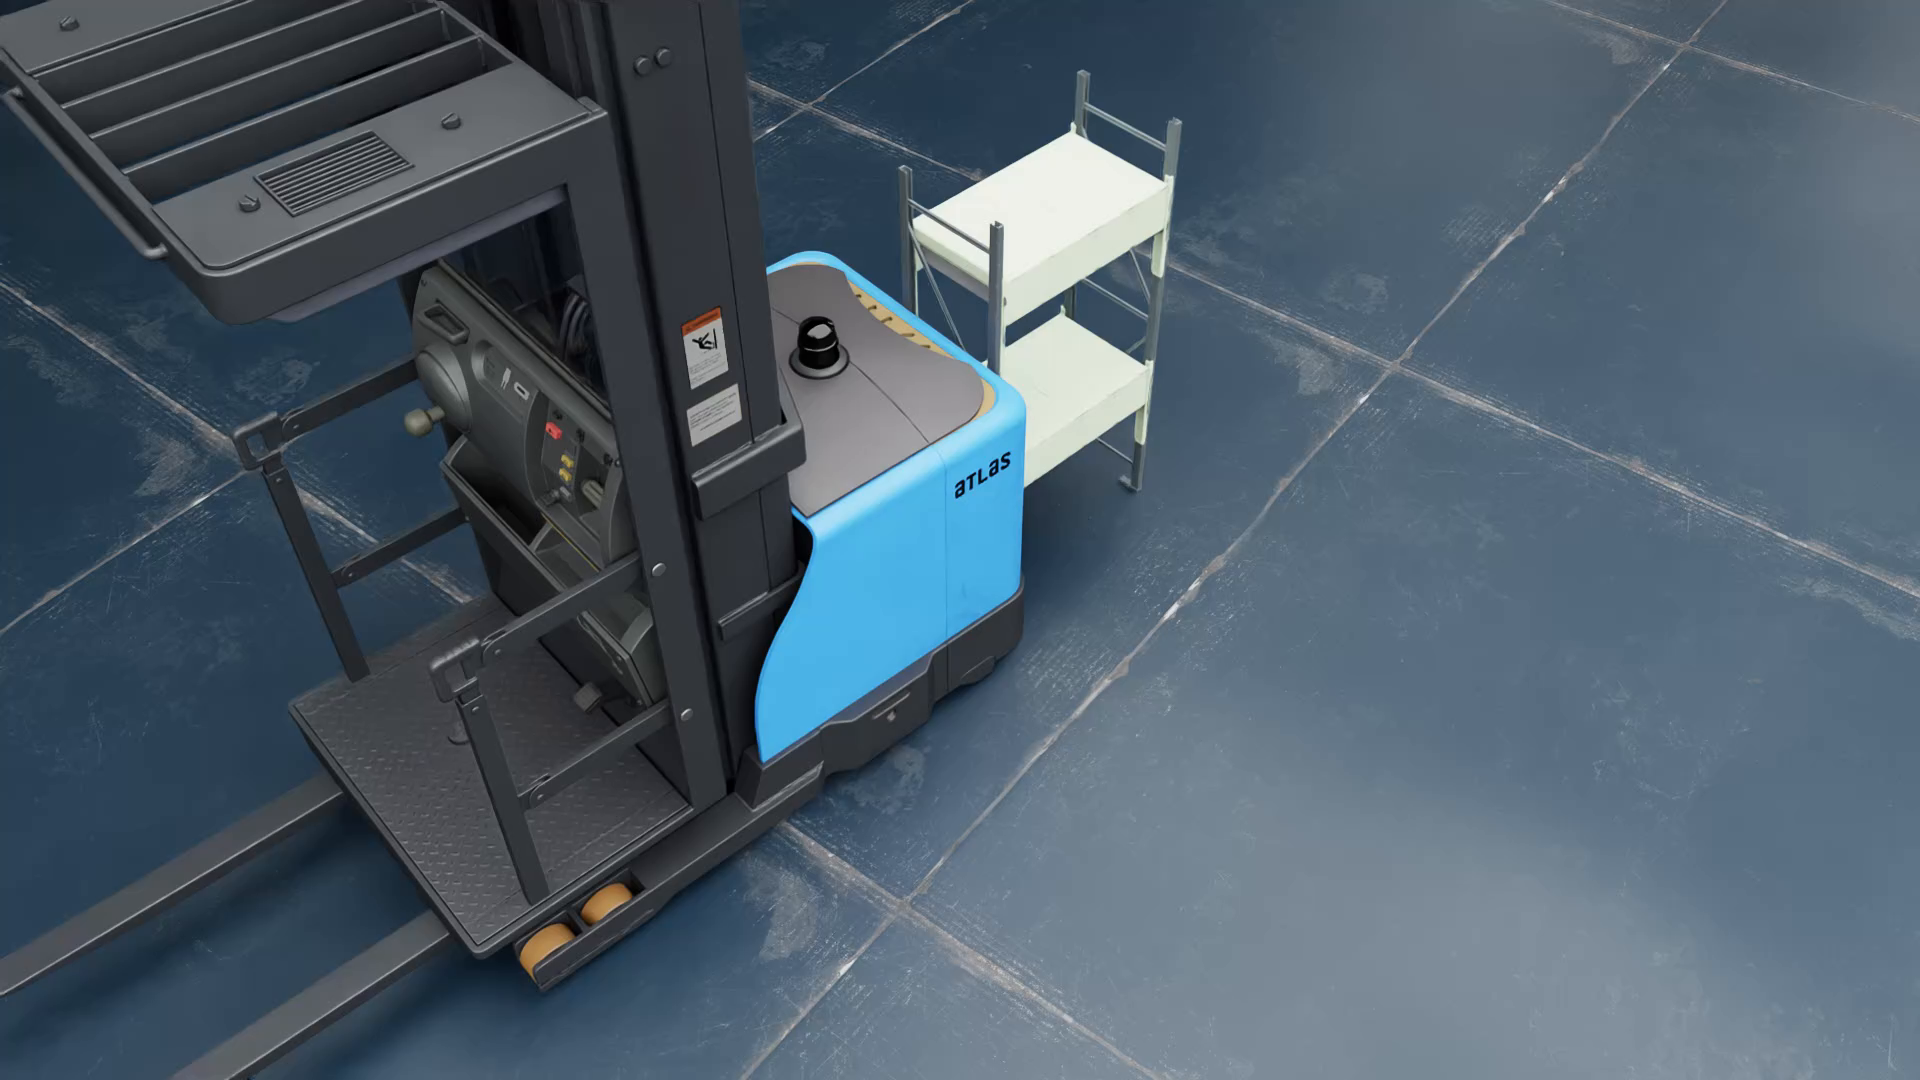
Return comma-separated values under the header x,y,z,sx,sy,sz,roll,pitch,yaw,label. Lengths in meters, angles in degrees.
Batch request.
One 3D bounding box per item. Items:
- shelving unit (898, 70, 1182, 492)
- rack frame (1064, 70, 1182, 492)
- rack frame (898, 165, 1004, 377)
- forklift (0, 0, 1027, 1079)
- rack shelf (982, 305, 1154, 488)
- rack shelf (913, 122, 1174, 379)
x,y,z,sx,sy,sz,roll,pitch,yaw,label
0.236,-0.613,5.299,0.755,1.500,0.431,-35,55,-29,shelving unit
0.500,-0.797,5.474,0.023,1.500,0.400,-35,55,-29,rack frame
-0.027,-0.430,5.123,0.023,1.500,0.400,-35,55,-29,rack frame
-1.236,-0.225,3.938,3.031,2.935,1.130,-32,54,-27,forklift
0.236,-0.388,5.534,0.720,0.370,0.431,-35,55,-29,rack shelf
0.236,-0.883,5.017,0.720,0.370,0.431,-35,55,-29,rack shelf
